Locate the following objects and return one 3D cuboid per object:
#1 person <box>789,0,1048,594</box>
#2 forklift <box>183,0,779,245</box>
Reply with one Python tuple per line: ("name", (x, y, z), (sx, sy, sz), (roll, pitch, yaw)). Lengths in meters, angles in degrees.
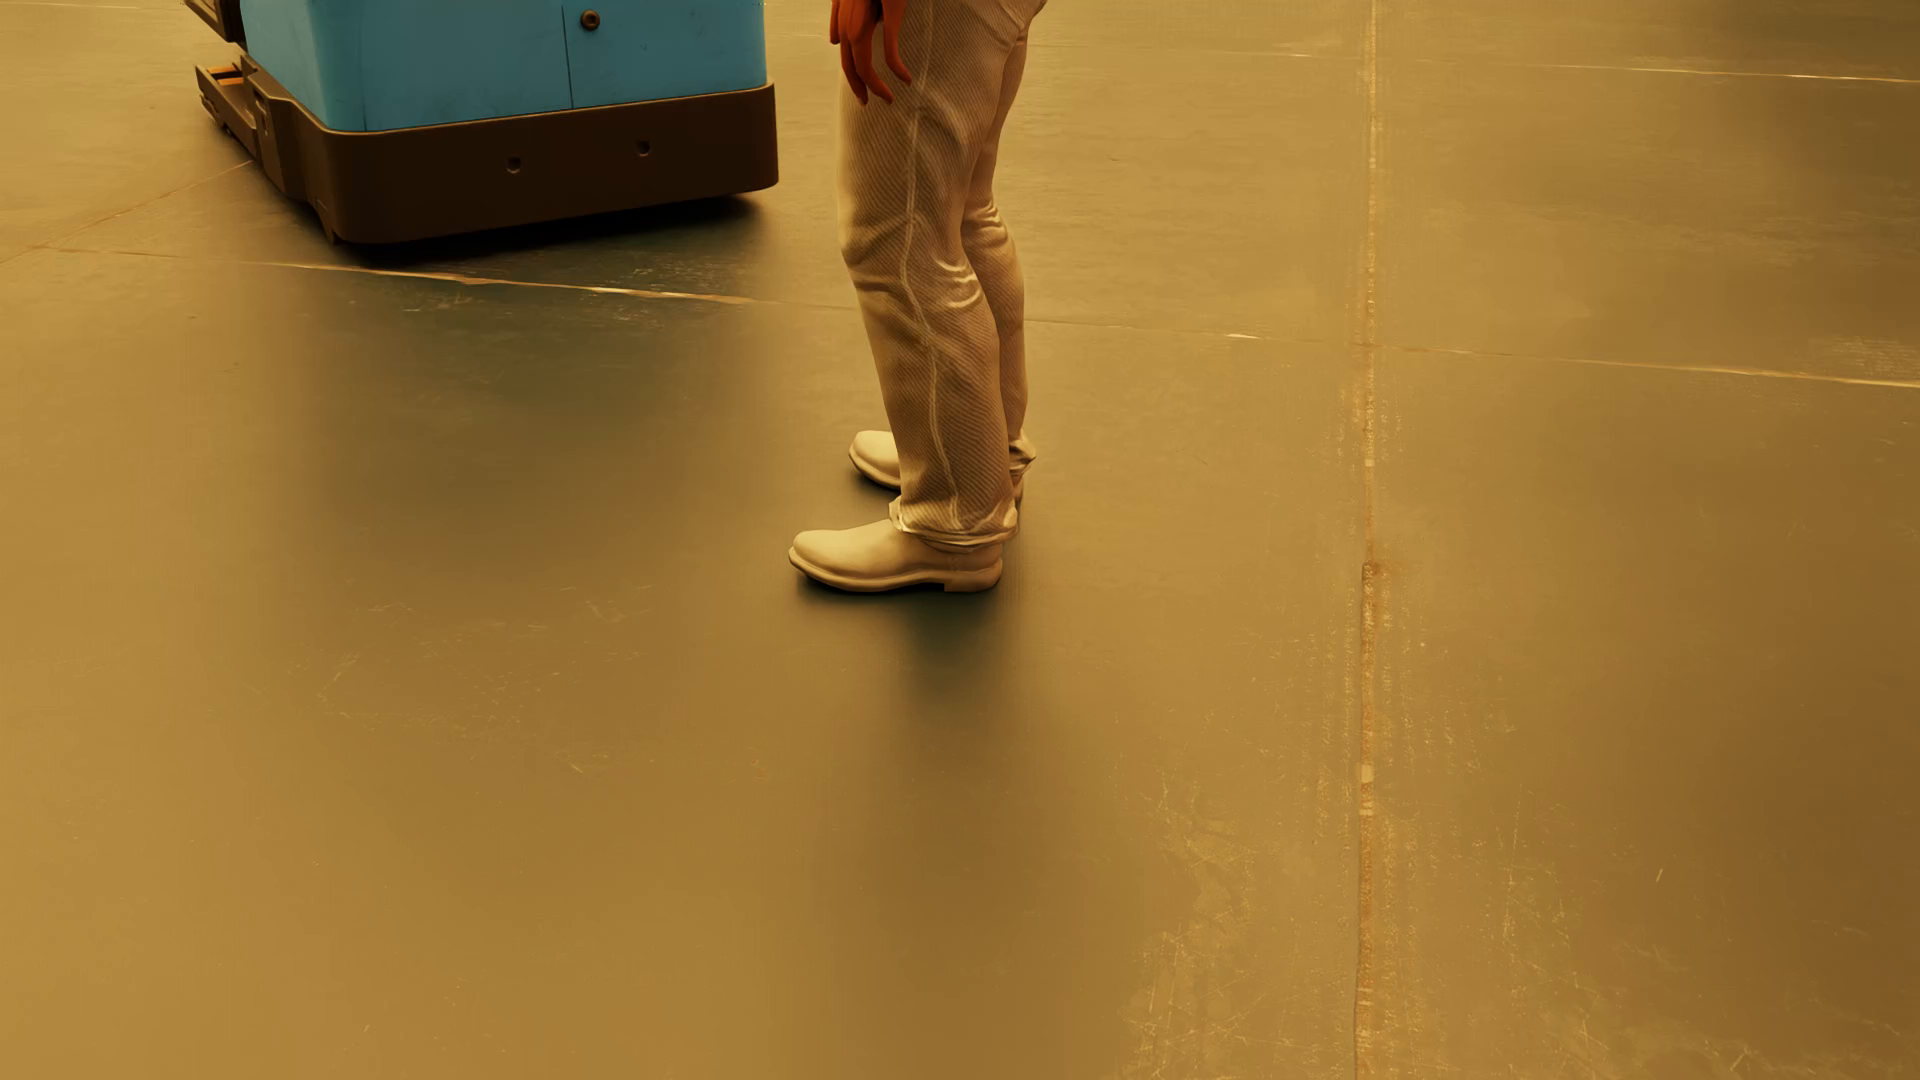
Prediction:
("person", (-0.041, -0.784, 2.105), (0.460, 1.760, 0.626), (5, 27, 9))
("forklift", (-1.623, -2.576, 4.352), (1.130, 2.935, 3.031), (-15, 30, -27))
